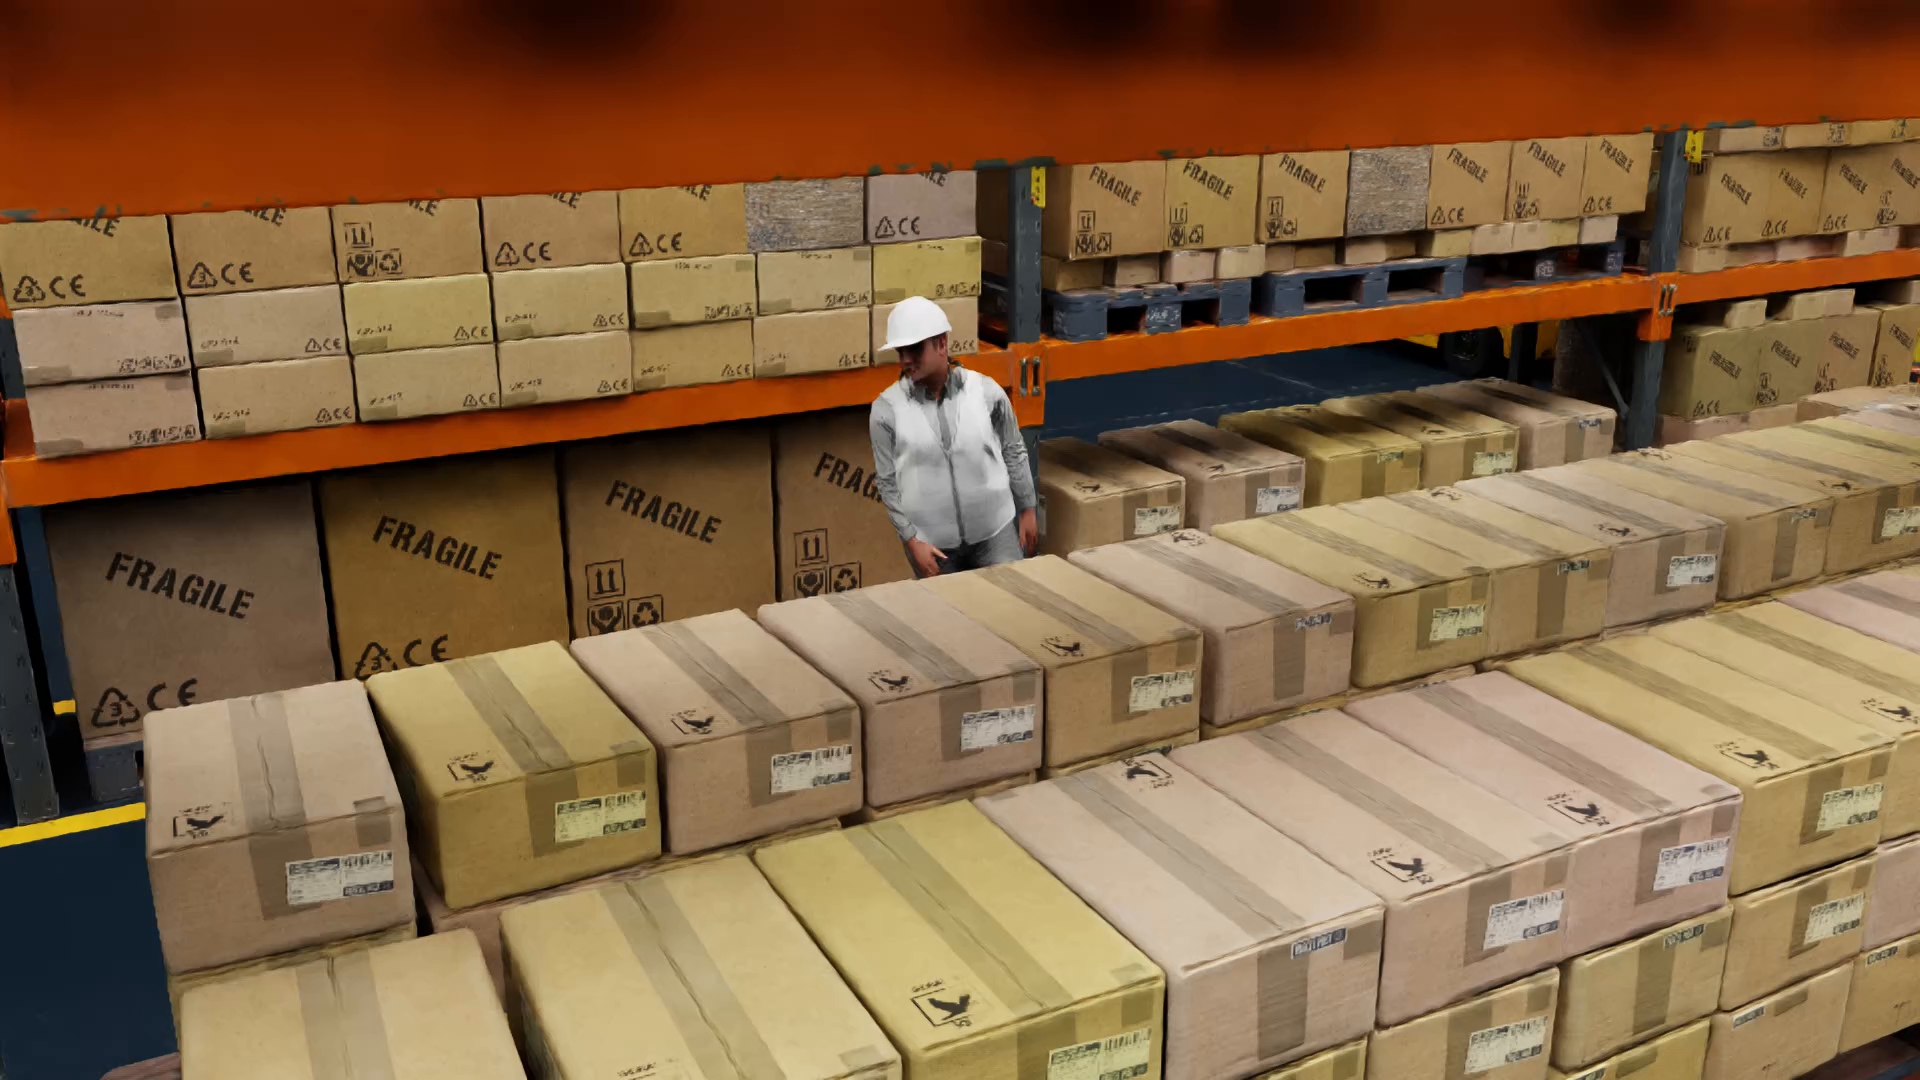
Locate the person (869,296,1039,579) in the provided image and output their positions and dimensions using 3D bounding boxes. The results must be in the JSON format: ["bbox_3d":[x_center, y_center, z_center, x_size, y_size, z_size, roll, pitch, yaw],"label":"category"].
[{"bbox_3d":[0.019,-0.033,6.148,0.696,1.741,0.491,-4,19,-11],"label":"person"}]
